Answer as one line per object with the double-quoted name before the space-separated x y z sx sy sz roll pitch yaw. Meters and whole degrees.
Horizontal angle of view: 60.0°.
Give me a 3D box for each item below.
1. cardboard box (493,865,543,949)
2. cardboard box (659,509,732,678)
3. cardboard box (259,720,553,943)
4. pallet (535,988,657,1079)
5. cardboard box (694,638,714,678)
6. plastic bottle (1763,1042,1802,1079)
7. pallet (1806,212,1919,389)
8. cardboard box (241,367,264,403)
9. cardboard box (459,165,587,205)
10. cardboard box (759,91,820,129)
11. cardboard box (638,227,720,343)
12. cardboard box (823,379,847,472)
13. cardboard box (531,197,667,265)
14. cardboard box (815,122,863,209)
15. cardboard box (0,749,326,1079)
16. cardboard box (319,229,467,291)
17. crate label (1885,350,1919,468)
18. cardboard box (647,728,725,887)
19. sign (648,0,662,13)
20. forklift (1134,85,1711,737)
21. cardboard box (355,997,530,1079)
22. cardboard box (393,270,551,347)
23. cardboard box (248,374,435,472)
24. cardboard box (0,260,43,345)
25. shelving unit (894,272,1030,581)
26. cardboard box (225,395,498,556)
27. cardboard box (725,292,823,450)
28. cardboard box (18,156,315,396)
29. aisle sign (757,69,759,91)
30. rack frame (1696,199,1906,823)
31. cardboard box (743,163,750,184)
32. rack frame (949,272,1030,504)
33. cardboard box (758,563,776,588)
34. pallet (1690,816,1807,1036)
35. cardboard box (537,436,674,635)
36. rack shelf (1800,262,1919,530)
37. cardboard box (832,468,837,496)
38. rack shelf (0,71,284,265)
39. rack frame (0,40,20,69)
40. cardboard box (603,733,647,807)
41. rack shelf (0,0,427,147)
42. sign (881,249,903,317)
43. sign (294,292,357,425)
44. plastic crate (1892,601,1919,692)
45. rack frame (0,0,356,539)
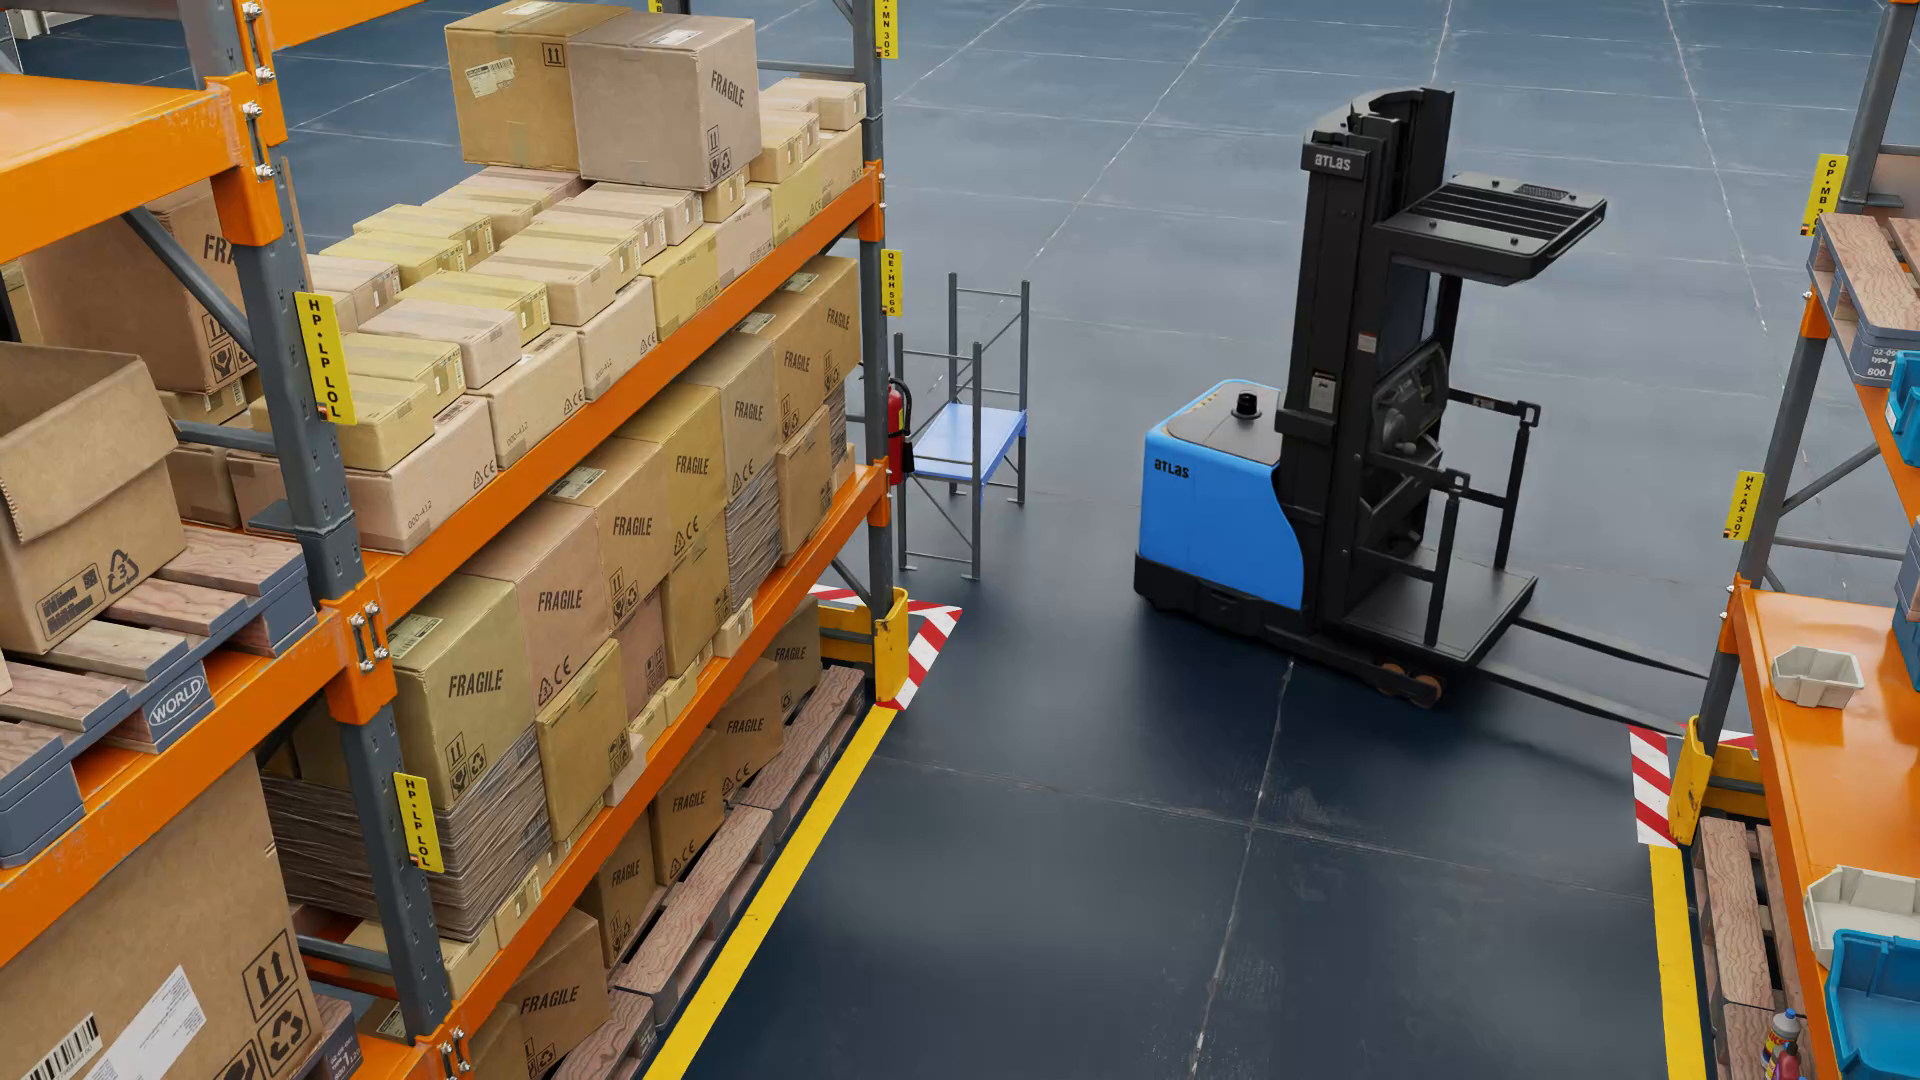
"cardboard box" -1.583 1.146 5.362 0.380 0.149 0.250 8 30 15
"cardboard box" -1.411 0.133 6.516 0.875 0.500 0.500 8 30 15
"cardboard box" -1.828 0.834 5.257 0.875 0.500 0.500 8 30 15
"pallet" -1.856 2.109 6.241 1.003 0.211 1.213 8 30 15
"cardboard box" -1.211 0.439 6.634 0.380 0.149 0.250 8 30 15
"plastic bottle" 3.029 1.933 6.116 0.097 0.201 0.097 0 29 0
"pallet" 3.553 -0.802 5.715 1.003 0.211 1.213 8 30 15
"cardboard box" -2.034 -0.515 4.749 0.380 0.149 0.250 9 30 15
"cardboard box" -1.590 -1.253 6.076 0.380 0.149 0.250 8 30 14
"cardboard box" -0.817 -1.793 7.046 0.380 0.149 0.250 8 30 13
"cardboard box" -1.189 -0.932 5.909 0.500 0.250 0.500 8 30 14
"cardboard box" -1.033 -0.573 7.786 0.875 0.500 0.500 8 30 15
"cardboard box" -1.239 -1.055 5.719 0.380 0.149 0.250 9 30 16
"cardboard box" -0.744 -1.636 7.174 0.500 0.250 0.500 9 30 16
"cardboard box" -2.386 1.111 4.118 1.000 1.000 1.000 9 30 15
"cardboard box" -1.841 -0.885 5.415 0.380 0.149 0.250 10 31 17
"crate label" 3.025 -0.367 4.892 0.502 0.251 0.408 8 30 15
"cardboard box" -1.389 1.116 7.297 0.500 0.500 0.500 11 31 20
"sign" -1.364 -2.421 7.532 0.100 0.325 0.005 8 30 15
"forklift" 2.492 -0.699 8.491 3.031 2.935 1.130 20 35 31
"cardboard box" -1.863 1.936 5.823 0.500 0.500 0.500 8 30 13
"cardboard box" -1.485 -0.696 5.074 0.380 0.149 0.250 9 30 16
"cardboard box" -1.629 -0.319 4.396 0.380 0.149 0.250 8 30 13
"cardboard box" -5.622 -1.292 9.333 0.875 0.550 0.550 8 30 15
"shelving unit" 0.025 -0.695 9.957 0.538 1.500 1.048 8 30 15
"cardboard box" -1.642 -0.210 4.611 0.500 0.250 0.500 7 30 13
"cardboard box" -0.911 -0.738 7.053 0.500 0.500 0.500 8 30 15
"cardboard box" -2.131 -0.741 4.487 0.500 0.500 0.500 8 30 13
"aisle sign" -1.114 -1.859 7.832 0.394 0.787 0.004 8 30 15
"rack frame" 3.890 0.056 7.064 1.000 3.000 0.127 8 30 15
"cardboard box" -1.035 -1.433 6.399 0.380 0.149 0.250 9 30 15
"rack frame" 0.174 -0.931 10.381 0.500 1.500 0.032 8 30 15
"cardboard box" -1.031 0.084 7.271 0.380 0.149 0.250 8 30 15
"pallet" 3.669 1.693 6.989 1.003 0.211 1.213 8 30 15
"cardboard box" -1.351 -0.041 5.800 0.500 0.500 0.500 8 30 15
"rack shelf" 3.303 -0.011 4.839 1.077 0.370 4.000 8 30 15
"cardboard box" -0.805 -0.263 7.896 0.380 0.149 0.250 8 30 15
"rack shelf" -2.606 0.005 2.136 1.077 0.370 4.000 8 30 15
"rack frame" -5.557 -1.406 9.692 1.000 3.000 0.127 8 30 15
"cardboard box" -1.359 0.798 5.988 0.380 0.149 0.250 8 30 15
"rack shelf" -1.432 -2.027 5.381 1.077 0.370 4.000 8 30 15
"sign" -0.320 -1.207 7.817 0.100 0.325 0.005 8 30 15
"sign" -1.487 -0.424 3.903 0.100 0.325 0.005 8 30 15
"plastic crate" 4.029 0.396 6.606 0.499 0.251 0.616 8 30 15
"rack frame" -2.019 -1.414 3.535 1.000 3.000 0.127 8 30 15
